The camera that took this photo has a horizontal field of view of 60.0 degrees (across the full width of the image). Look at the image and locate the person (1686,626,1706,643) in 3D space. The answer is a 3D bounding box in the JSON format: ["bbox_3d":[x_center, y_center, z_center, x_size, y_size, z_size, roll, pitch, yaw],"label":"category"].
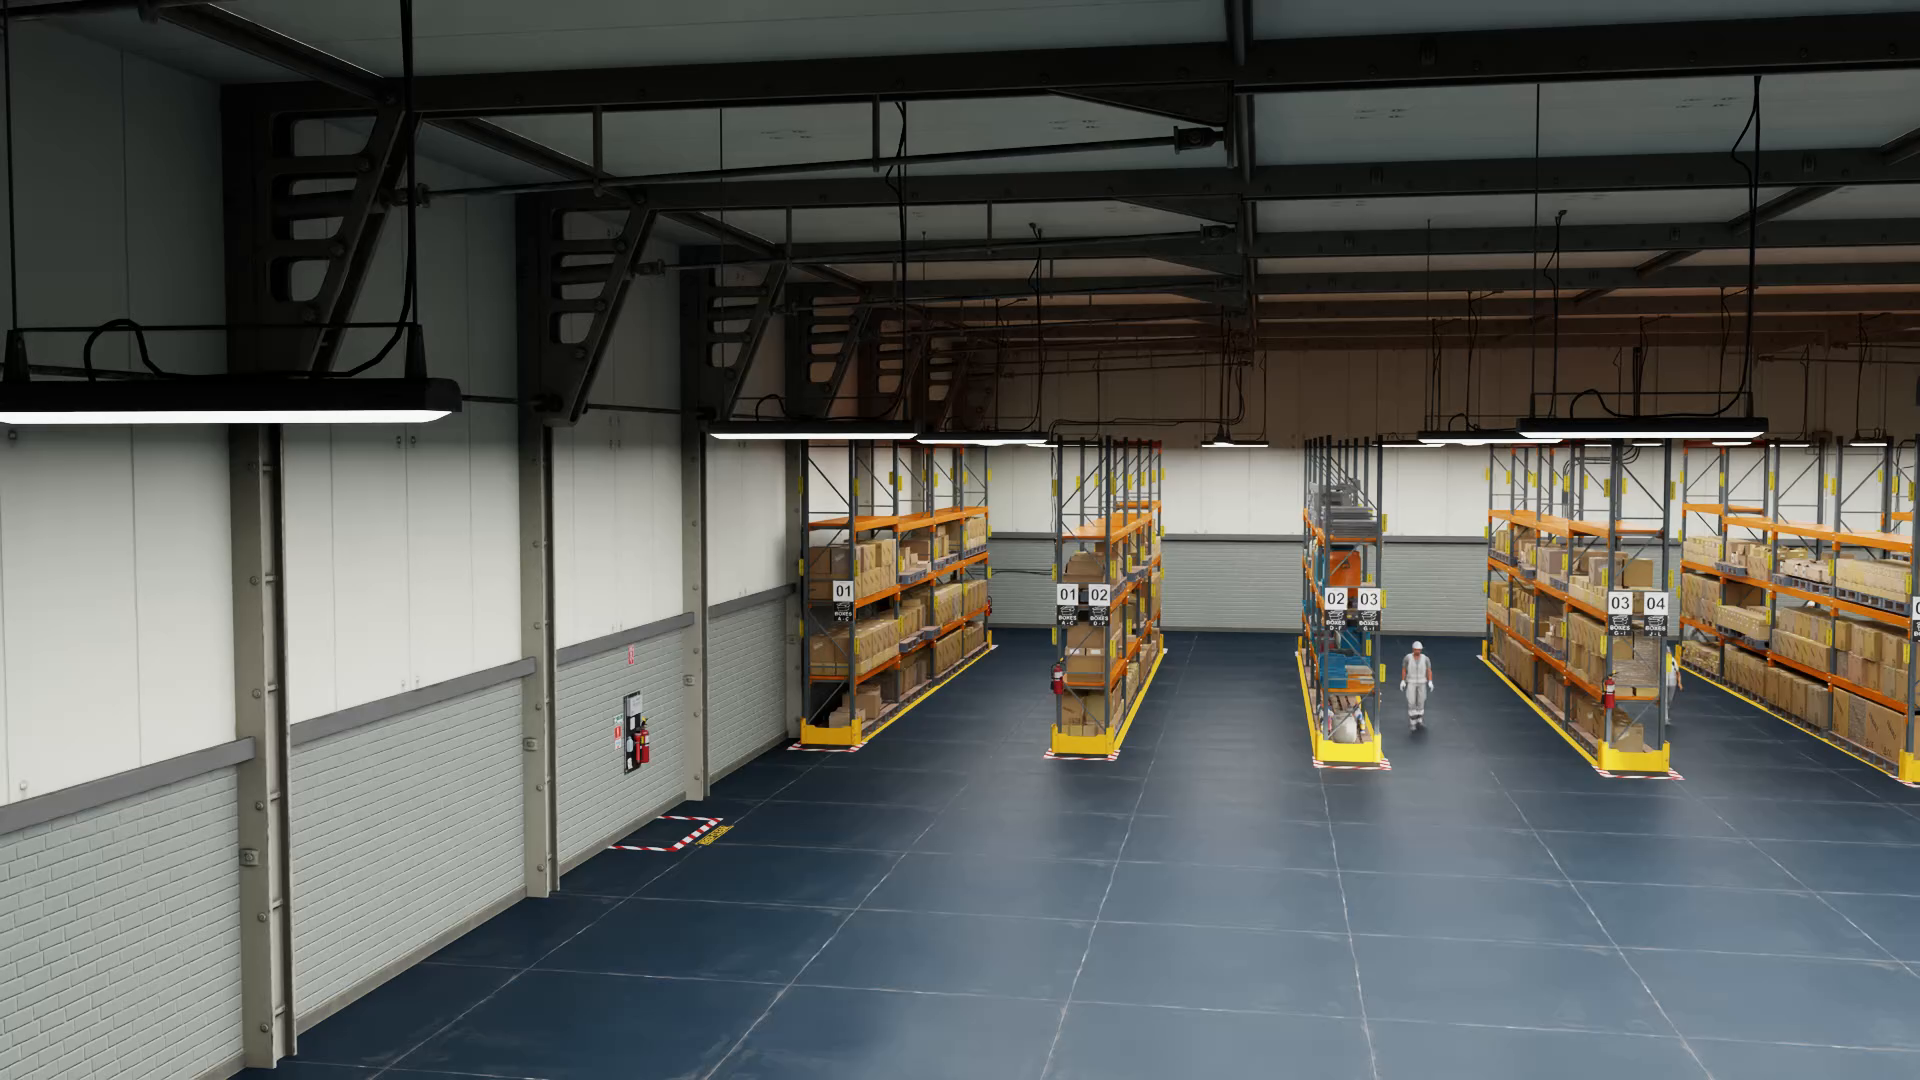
[{"bbox_3d":[20.400,2.417,45.919,0.522,1.717,0.471,-1,3,-21],"label":"person"}]

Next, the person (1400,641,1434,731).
[{"bbox_3d":[9.385,2.995,34.145,0.645,1.841,0.505,0,3,8],"label":"person"}]

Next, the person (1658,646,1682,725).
[{"bbox_3d":[14.743,3.020,34.641,0.505,1.609,0.992,0,3,7],"label":"person"}]

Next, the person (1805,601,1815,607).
[{"bbox_3d":[22.604,2.450,44.174,0.942,1.722,0.525,3,4,40],"label":"person"}]
